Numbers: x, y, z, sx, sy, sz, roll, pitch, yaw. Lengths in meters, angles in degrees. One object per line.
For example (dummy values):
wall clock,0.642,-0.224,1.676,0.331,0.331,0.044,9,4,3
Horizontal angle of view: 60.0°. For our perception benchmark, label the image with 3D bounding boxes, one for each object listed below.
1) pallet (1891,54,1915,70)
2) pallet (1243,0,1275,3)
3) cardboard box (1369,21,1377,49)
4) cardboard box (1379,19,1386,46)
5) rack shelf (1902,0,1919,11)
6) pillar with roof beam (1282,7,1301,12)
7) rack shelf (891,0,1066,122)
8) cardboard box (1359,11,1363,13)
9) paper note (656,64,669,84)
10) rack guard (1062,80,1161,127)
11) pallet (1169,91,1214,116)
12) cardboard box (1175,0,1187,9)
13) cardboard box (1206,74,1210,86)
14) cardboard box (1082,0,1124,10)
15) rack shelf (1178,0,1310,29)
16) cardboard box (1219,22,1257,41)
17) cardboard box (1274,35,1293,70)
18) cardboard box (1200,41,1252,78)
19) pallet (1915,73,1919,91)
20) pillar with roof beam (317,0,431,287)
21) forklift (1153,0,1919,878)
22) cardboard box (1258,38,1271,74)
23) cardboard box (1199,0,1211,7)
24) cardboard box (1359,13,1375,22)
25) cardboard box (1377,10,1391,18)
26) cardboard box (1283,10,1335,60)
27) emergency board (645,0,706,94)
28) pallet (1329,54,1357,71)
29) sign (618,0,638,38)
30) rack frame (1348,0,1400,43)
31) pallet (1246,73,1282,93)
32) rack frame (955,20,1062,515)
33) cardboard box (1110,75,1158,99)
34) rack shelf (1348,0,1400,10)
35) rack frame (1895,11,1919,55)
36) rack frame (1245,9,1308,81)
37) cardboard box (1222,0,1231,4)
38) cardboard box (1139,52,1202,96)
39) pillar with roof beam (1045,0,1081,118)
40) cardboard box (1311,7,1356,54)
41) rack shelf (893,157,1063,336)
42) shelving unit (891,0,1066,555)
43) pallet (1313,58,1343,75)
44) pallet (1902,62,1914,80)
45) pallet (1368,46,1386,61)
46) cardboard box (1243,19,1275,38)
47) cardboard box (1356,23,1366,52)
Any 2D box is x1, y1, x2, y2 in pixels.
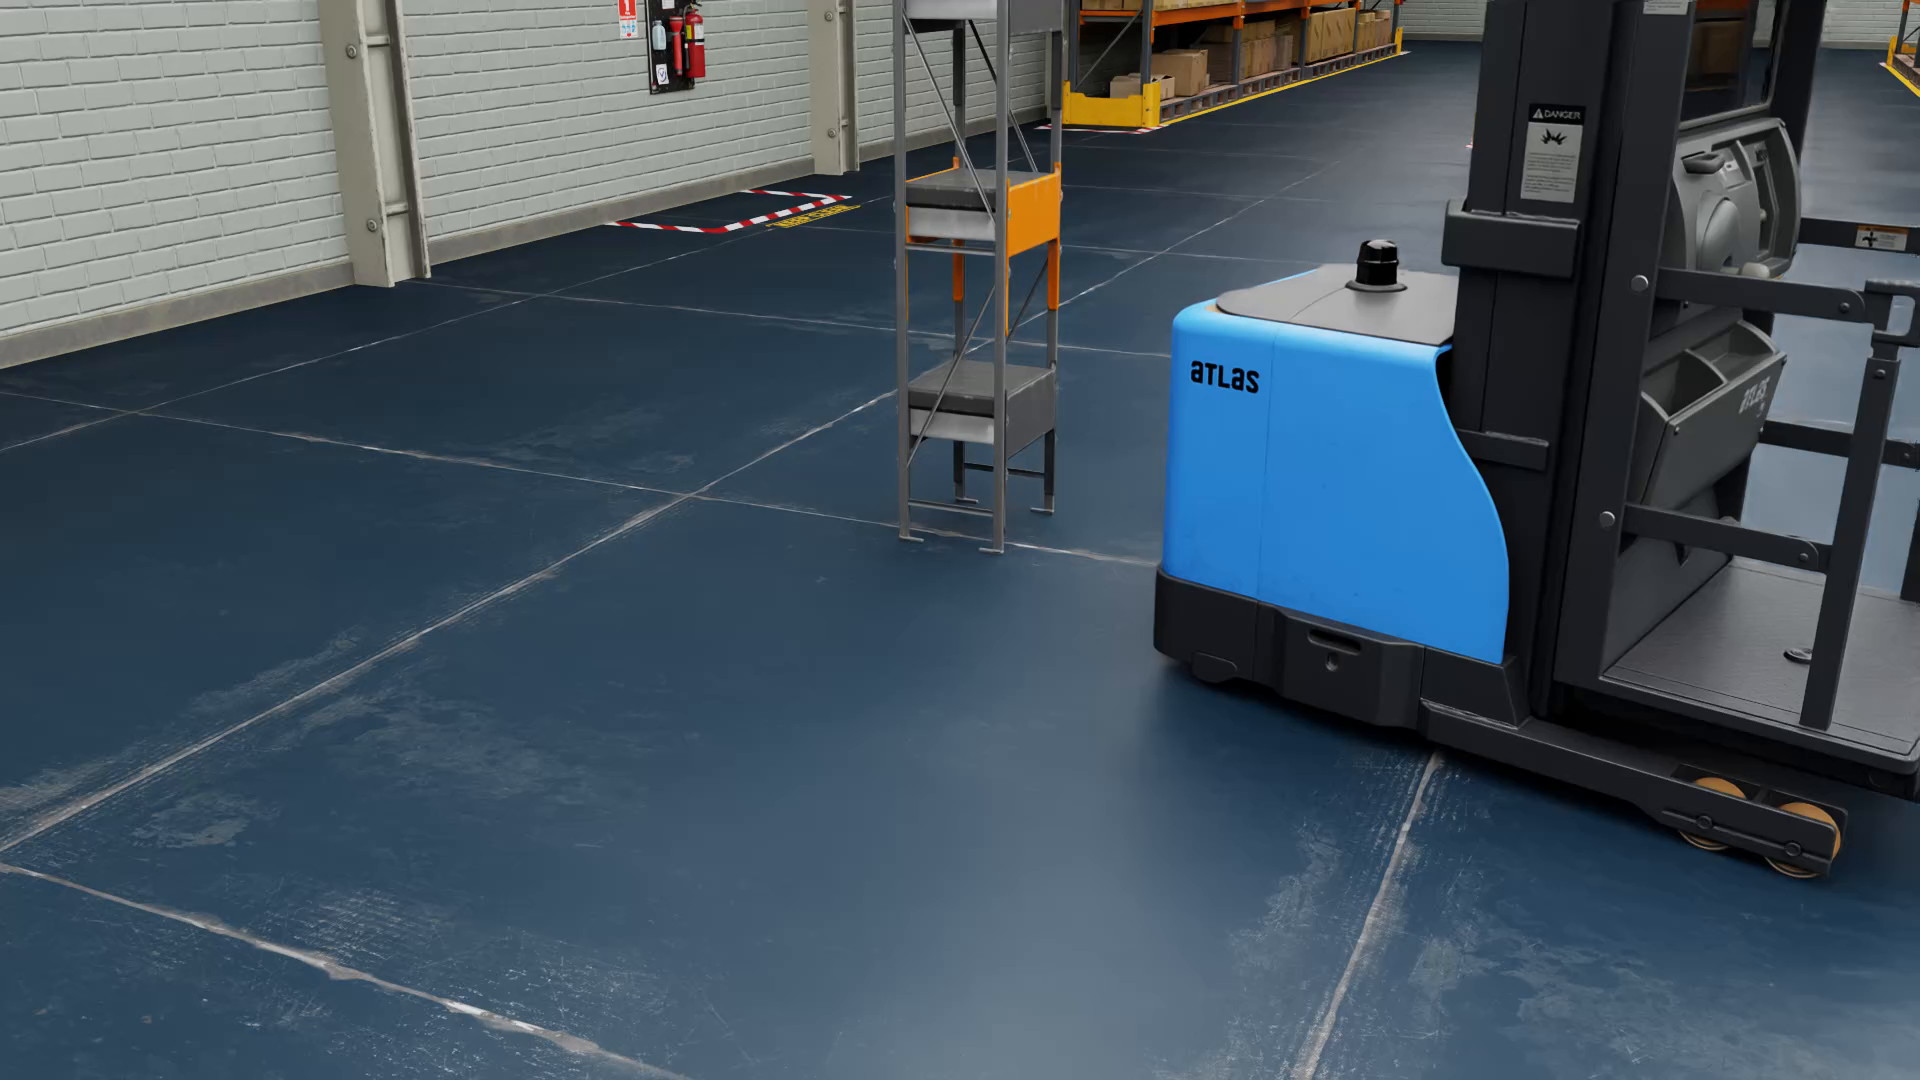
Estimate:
pallet,16.996,-8.385,29.230,1.003,0.211,1.213,9,21,23
pallet,3.862,-7.760,23.598,1.003,0.211,1.213,9,21,23
cardboard box,7.513,-9.626,31.664,0.700,0.500,0.500,9,22,24
cardboard box,7.930,-9.944,32.558,0.700,0.500,0.500,8,21,23
rack shelf,16.550,-8.995,27.859,1.077,0.370,4.000,9,21,23
pillar with roof beam,10.118,-12.650,28.110,9.100,9.000,0.400,9,21,23
rack shelf,0.068,-1.687,5.529,0.431,0.518,0.480,9,21,23
cardboard box,7.591,-10.159,32.194,0.380,0.149,0.250,9,21,23
paper note,-2.363,-3.702,13.217,0.016,0.148,0.142,9,21,23
rack guard,1.810,-5.259,20.011,1.175,0.500,0.348,9,21,23
pallet,2.676,-5.738,21.789,1.003,0.211,1.213,9,21,23
cardboard box,2.468,-6.619,20.297,0.500,0.250,0.500,8,21,21
cardboard box,3.225,-6.341,22.894,0.380,0.166,0.250,6,20,16
cardboard box,1.793,-6.522,20.025,0.500,0.250,0.500,9,21,23
rack shelf,4.236,-7.909,24.804,1.077,0.370,4.000,9,21,23
cardboard box,4.090,-7.541,24.652,0.500,0.250,0.500,8,21,21
cardboard box,4.807,-7.661,26.109,0.700,0.500,0.500,9,21,23
cardboard box,3.869,-7.058,24.412,0.700,0.500,0.500,8,21,22
pallet,14.879,-6.804,24.787,1.003,0.211,1.213,9,21,23
pillar with roof beam,0.290,-5.314,7.481,9.100,9.000,0.400,9,21,23
forklift,2.025,-0.810,3.871,3.031,2.935,1.130,16,25,37
cardboard box,4.313,-7.364,25.273,0.700,0.500,0.500,8,21,22
cardboard box,2.891,-6.928,21.166,0.500,0.250,0.500,9,21,23
cardboard box,7.613,-9.861,31.357,0.380,0.149,0.250,8,21,21
cardboard box,8.249,-10.338,32.698,0.380,0.149,0.250,8,21,22
cardboard box,5.840,-8.518,28.025,0.750,0.750,0.750,8,21,22
emergency board,-2.228,-4.162,13.195,0.194,1.169,0.643,9,21,23
pallet,6.445,-8.522,29.616,1.003,0.211,1.213,9,21,23
sign,-2.548,-4.024,12.753,0.001,0.329,0.234,9,21,23
rack frame,8.331,-11.305,33.280,1.000,3.000,0.127,9,21,23
pallet,4.232,-6.935,25.154,1.003,0.211,1.213,9,21,23
rack frame,0.168,-1.114,5.969,0.400,2.100,0.015,9,21,23
cardboard box,2.144,-5.553,20.463,0.500,0.311,0.500,6,20,17
rack shelf,7.512,-10.354,31.681,1.077,0.370,4.000,9,21,23
rack frame,17.369,-9.945,29.457,1.000,3.000,0.127,9,21,23
rack frame,5.055,-8.859,26.403,1.000,3.000,0.127,9,21,23
cardboard box,3.288,-7.238,22.037,0.500,0.250,0.500,9,21,23
cardboard box,2.724,-6.034,21.533,0.700,0.500,0.500,7,21,19
pillar with roof beam,5.204,-8.982,17.796,9.100,9.000,0.400,9,21,23
cardboard box,6.545,-9.050,29.522,0.750,0.750,0.750,9,21,23
rack shelf,0.068,-1.027,5.764,0.431,0.518,0.480,9,21,23
shelving unit,0.068,-1.040,5.759,0.431,2.100,0.503,9,21,23
pallet,5.947,-8.148,28.564,1.003,0.211,1.213,9,21,23
pallet,15.997,-7.639,27.133,1.003,0.211,1.213,9,21,23
pallet,7.574,-9.364,31.984,1.003,0.211,1.213,9,21,23
cardboard box,4.517,-7.849,25.518,0.500,0.250,0.500,9,21,24
cardboard box,7.092,-9.317,30.793,0.700,0.500,0.500,9,21,23
